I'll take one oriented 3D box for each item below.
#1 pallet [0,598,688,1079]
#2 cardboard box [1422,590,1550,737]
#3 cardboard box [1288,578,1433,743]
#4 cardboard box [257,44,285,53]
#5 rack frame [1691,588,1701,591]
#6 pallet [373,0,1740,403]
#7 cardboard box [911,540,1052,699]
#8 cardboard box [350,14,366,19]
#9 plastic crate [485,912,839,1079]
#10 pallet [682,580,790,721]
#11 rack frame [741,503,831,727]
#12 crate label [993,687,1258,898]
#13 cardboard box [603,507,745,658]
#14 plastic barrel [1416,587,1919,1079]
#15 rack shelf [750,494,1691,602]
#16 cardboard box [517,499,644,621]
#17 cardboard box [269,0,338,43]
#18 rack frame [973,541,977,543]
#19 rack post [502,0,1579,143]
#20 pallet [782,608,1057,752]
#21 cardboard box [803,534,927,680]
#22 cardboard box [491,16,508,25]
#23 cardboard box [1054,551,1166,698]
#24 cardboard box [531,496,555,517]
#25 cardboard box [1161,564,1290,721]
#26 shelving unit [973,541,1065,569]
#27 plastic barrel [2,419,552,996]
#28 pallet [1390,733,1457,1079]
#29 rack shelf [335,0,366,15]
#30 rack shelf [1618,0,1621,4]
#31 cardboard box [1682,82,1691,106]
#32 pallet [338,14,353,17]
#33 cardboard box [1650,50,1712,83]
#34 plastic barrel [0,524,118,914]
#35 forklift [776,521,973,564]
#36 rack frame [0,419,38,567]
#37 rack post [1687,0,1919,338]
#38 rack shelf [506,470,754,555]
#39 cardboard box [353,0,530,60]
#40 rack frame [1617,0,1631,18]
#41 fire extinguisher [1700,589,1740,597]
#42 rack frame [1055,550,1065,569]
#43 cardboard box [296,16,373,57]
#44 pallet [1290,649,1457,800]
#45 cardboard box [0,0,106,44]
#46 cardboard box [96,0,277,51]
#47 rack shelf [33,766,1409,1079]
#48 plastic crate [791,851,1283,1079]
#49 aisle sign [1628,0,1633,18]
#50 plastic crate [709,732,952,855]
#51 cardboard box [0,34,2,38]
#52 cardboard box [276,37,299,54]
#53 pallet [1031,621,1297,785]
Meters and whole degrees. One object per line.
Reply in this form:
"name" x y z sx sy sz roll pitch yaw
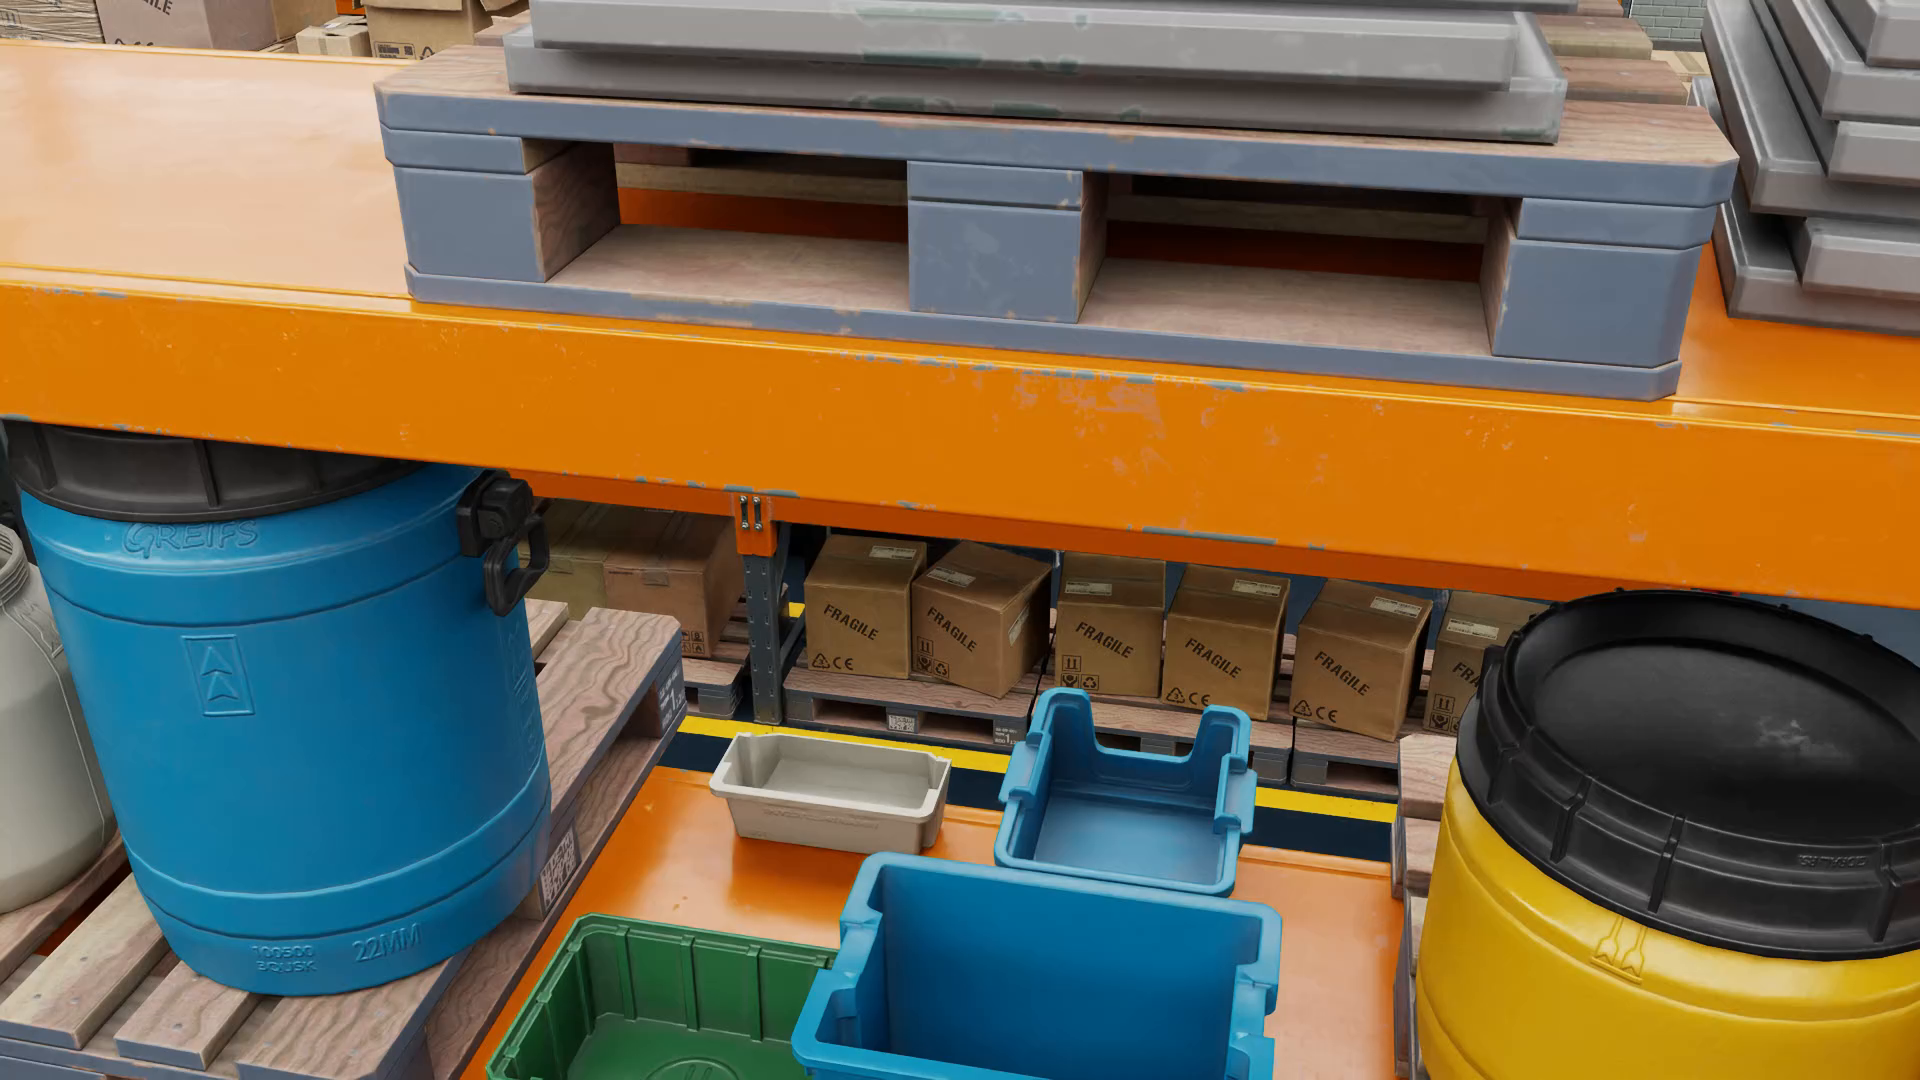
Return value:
"pallet" -1.147 0.473 2.836 1.003 0.211 1.213 6 29 11
"cardboard box" 2.466 0.596 7.704 0.500 0.500 0.500 11 31 20
"cardboard box" 1.874 0.552 7.784 0.500 0.500 0.500 14 32 24
"cardboard box" -3.337 -2.033 7.372 0.500 0.250 0.500 6 29 12
"rack frame" 3.073 -0.246 7.076 0.127 3.000 1.000 6 29 11
"pallet" 0.136 -0.503 1.912 1.213 0.211 1.003 6 29 11
"cardboard box" 0.106 0.378 8.102 0.500 0.500 0.500 16 32 26
"cardboard box" -5.970 -5.331 18.139 0.875 0.875 0.875 7 29 12
"plastic crate" -0.387 0.742 2.368 0.450 0.188 0.336 6 29 11
"pallet" -1.600 0.499 8.619 1.213 0.211 1.003 6 29 11
"rack frame" -0.839 -0.647 7.808 0.127 3.000 1.000 6 29 11
"crate label" 0.277 0.487 2.769 0.408 0.251 0.502 6 29 11
"cardboard box" -1.435 0.185 8.434 0.500 0.500 0.700 4 29 7
"plastic barrel" 0.897 0.443 2.060 0.600 0.588 0.600 0 29 0
"rack shelf" 1.117 -0.131 7.615 4.000 0.370 1.077 6 29 11
"cardboard box" -1.897 0.128 8.537 0.500 0.500 0.700 6 29 10
"cardboard box" -3.247 -2.594 7.615 0.500 0.500 0.500 6 29 11
"rack frame" 0.118 -0.489 9.394 0.015 1.200 0.240 9 30 15
"rack post" 0.137 -0.698 1.733 0.954 0.300 0.937 5 29 10
"pallet" -0.175 0.627 8.385 1.213 0.211 1.003 6 29 11
"cardboard box" -0.456 0.324 8.200 0.500 0.500 0.500 5 29 9
"cardboard box" -1.779 -2.135 7.106 0.258 0.266 0.396 7 29 12
"cardboard box" 0.729 0.403 8.055 0.500 0.500 0.500 3 29 6
"cardboard box" -2.444 0.072 8.640 0.500 0.500 0.700 3 29 6
"cardboard box" 1.266 0.480 7.915 0.500 0.500 0.500 9 30 15
"shelving unit" 0.351 -0.454 9.329 0.503 1.200 0.258 9 30 15
"plastic barrel" -0.922 0.109 2.344 0.708 0.901 0.600 6 29 11
"pallet" 1.250 0.718 2.387 1.213 0.211 1.003 6 29 11
"rack shelf" -4.637 -5.587 17.581 4.000 0.370 1.077 6 29 11
"rack shelf" 2.252 -3.766 11.131 4.000 0.370 1.077 6 29 11
"cardboard box" 2.736 -1.552 6.079 0.250 0.149 0.380 6 29 11
"pallet" -8.618 -7.526 23.277 1.213 0.211 1.003 6 29 11
"cardboard box" 2.852 -1.807 6.544 0.250 0.149 0.380 6 29 10
"plastic barrel" -1.493 0.265 2.464 0.421 0.512 0.421 0 29 0
"forklift" -1.307 -1.530 9.492 3.031 2.935 1.130 9 30 15
"rack frame" -1.873 -0.953 2.119 0.127 3.000 1.000 6 29 11
"rack post" 1.326 -0.468 1.754 0.954 0.300 0.937 9 30 16
"rack shelf" -2.795 -0.532 8.347 4.000 0.370 1.077 6 29 11
"cardboard box" -2.199 -2.380 7.305 0.637 0.503 0.797 7 29 13
"rack frame" 4.208 -2.565 11.312 0.127 3.000 1.000 6 29 11
"fire extinguisher" 3.089 0.016 6.678 0.183 0.674 0.296 6 29 11
"rack frame" 0.583 -0.418 9.265 0.015 1.200 0.240 9 30 15
"cardboard box" -2.693 -2.186 7.301 0.250 0.166 0.380 5 29 9
"pallet" 2.212 0.871 7.938 1.213 0.211 1.003 6 29 11
"cardboard box" -3.849 -2.407 7.274 0.500 0.500 0.500 6 29 11
"cardboard box" -3.356 -2.359 7.188 0.500 0.500 0.500 5 29 9
"rack shelf" 0.083 0.879 2.646 4.000 0.370 1.077 6 29 11
"plastic crate" 0.111 0.722 2.202 0.575 0.384 0.392 6 29 11
"aisle sign" 4.214 -3.557 10.417 0.004 0.787 0.394 6 29 11
"plastic crate" -0.219 0.450 2.955 0.396 0.136 0.243 6 29 11
"cardboard box" -4.345 -2.459 7.370 0.500 0.500 0.500 6 29 11
"cardboard box" -3.256 -2.271 7.806 0.500 0.250 0.500 7 29 12
"pallet" 1.022 0.748 8.164 1.213 0.211 1.003 6 29 11
